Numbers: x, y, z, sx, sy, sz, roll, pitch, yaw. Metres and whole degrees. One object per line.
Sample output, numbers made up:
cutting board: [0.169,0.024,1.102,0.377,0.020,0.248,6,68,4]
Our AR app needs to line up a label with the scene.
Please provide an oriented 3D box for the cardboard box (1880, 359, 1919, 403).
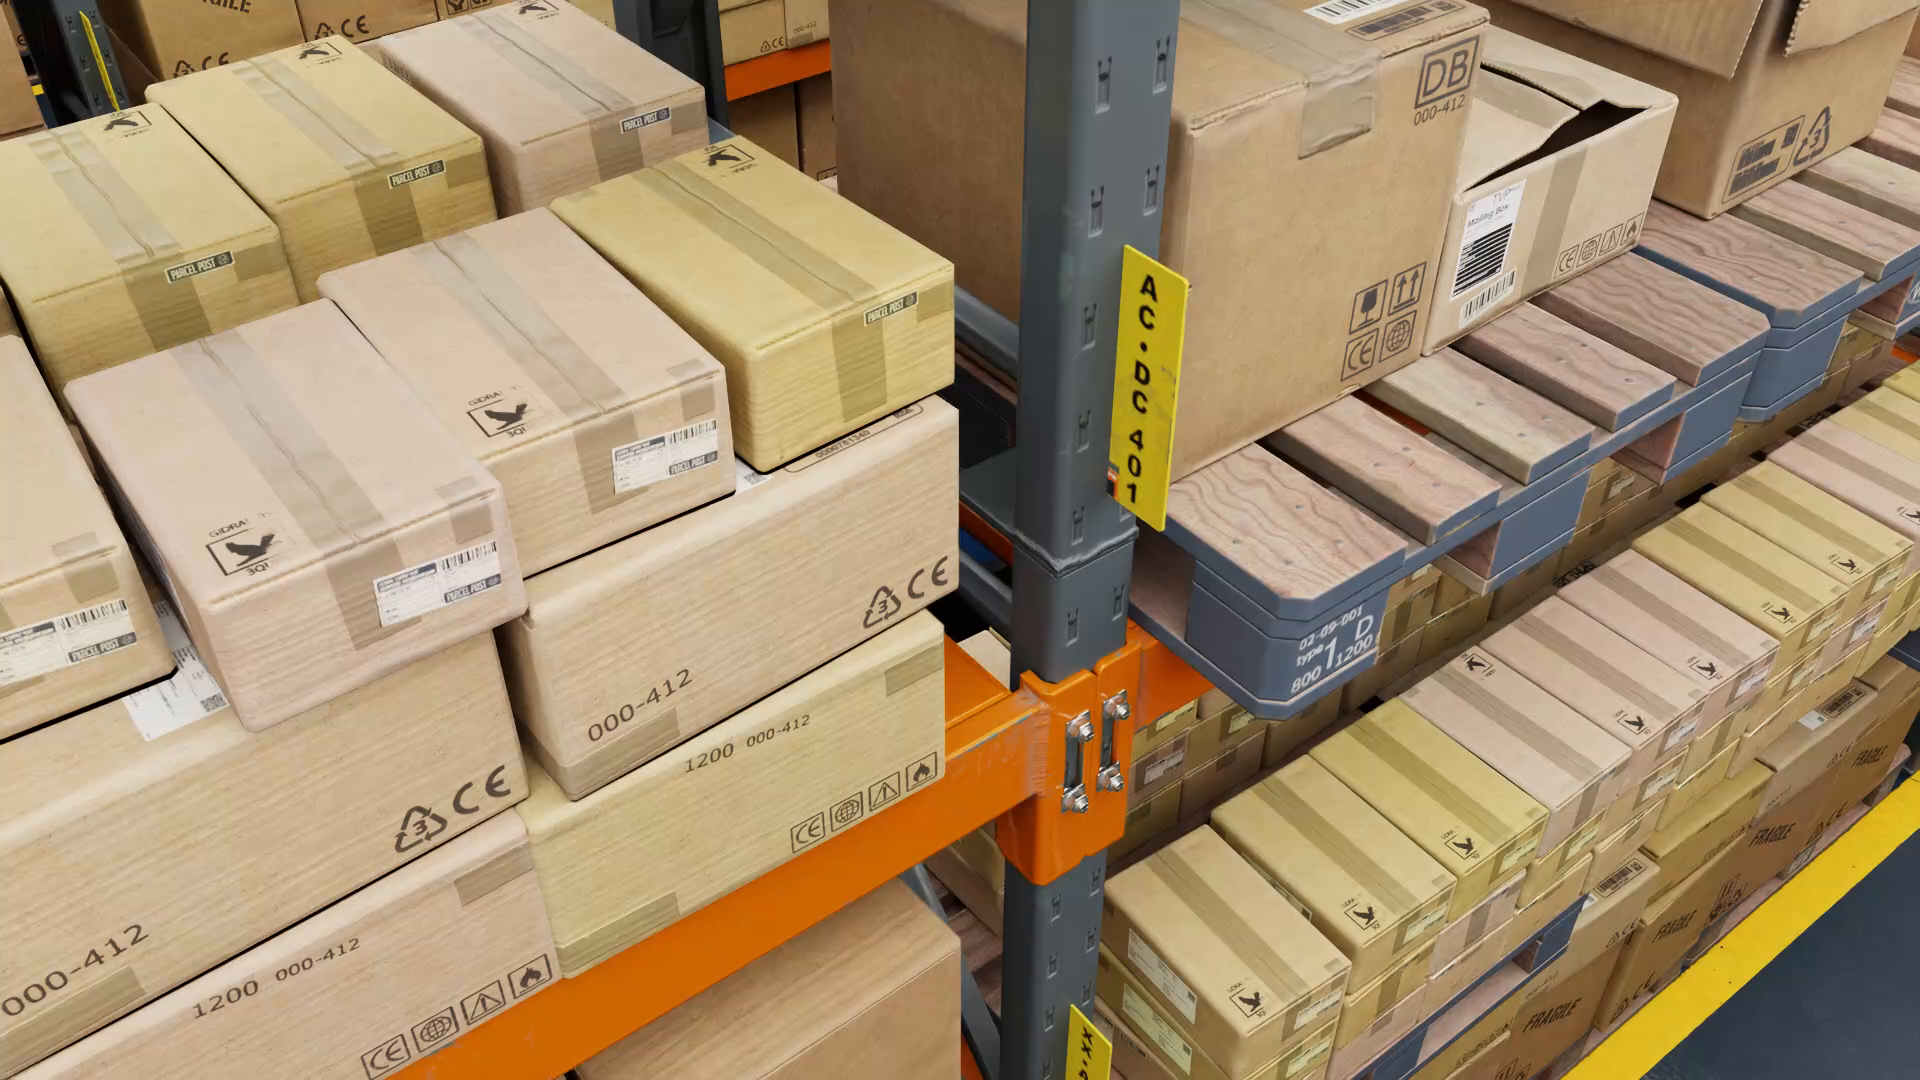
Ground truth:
cardboard box: [2.516,-0.294,4.141,0.250,0.149,0.380,-25,45,-27]

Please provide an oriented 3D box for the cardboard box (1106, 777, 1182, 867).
cardboard box: [0.262,0.511,3.629,0.250,0.149,0.380,-26,46,-28]

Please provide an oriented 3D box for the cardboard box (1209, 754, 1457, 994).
cardboard box: [0.672,0.603,3.047,0.250,0.149,0.380,-25,45,-27]

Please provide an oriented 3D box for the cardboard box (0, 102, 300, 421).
cardboard box: [-0.917,-0.314,1.813,0.250,0.149,0.380,-26,46,-29]

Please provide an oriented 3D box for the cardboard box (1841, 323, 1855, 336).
cardboard box: [2.337,-0.724,4.666,0.250,0.149,0.380,-27,47,-29]

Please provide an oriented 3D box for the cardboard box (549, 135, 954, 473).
cardboard box: [-0.219,-0.260,1.747,0.250,0.149,0.380,-28,47,-30]

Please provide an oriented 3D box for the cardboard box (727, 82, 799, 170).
cardboard box: [-1.371,-1.839,7.971,0.875,0.875,0.875,-25,46,-28]

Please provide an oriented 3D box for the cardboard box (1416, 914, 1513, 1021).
cardboard box: [0.871,0.739,3.351,0.250,0.149,0.380,-26,46,-28]

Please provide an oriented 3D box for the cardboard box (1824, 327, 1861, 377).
cardboard box: [2.314,-0.604,4.754,0.250,0.149,0.380,-24,45,-26]

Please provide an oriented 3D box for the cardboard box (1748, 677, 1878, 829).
cardboard box: [2.257,0.495,4.830,0.500,0.250,0.500,-25,46,-28]

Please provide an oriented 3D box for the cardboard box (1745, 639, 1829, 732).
cardboard box: [1.693,0.224,3.745,0.250,0.149,0.380,-27,46,-29]

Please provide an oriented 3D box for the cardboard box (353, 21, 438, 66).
cardboard box: [-2.318,-1.899,6.424,0.500,0.250,0.500,-25,46,-27]

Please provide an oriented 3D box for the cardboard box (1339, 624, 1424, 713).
cardboard box: [0.876,0.209,3.997,0.250,0.149,0.380,-28,47,-30]

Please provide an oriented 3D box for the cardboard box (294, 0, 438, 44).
cardboard box: [-2.324,-2.181,6.177,0.500,0.500,0.500,-26,46,-28]

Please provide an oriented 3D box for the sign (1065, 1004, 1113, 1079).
sign: [0.199,0.866,2.647,0.005,0.325,0.100,-26,46,-28]

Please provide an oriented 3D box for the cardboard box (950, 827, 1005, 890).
cardboard box: [0.057,0.497,3.411,0.250,0.149,0.380,-25,45,-27]

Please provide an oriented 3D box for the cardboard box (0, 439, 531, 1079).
cardboard box: [-0.769,0.137,1.577,0.500,0.250,0.500,-28,47,-30]

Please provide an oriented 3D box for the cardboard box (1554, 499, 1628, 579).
cardboard box: [1.506,-0.096,4.369,0.250,0.149,0.380,-25,46,-28]

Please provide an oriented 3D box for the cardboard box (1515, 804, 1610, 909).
cardboard box: [1.069,0.527,3.375,0.250,0.149,0.380,-28,47,-30]

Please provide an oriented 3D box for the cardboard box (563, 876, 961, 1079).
cardboard box: [-0.346,0.708,2.420,0.500,0.500,0.500,-28,47,-30]

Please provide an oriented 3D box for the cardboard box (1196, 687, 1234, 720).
cardboard box: [0.480,0.179,3.565,0.250,0.149,0.380,-28,47,-29]

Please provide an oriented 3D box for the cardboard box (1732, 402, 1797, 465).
cardboard box: [2.129,-0.401,4.741,0.250,0.149,0.380,-24,45,-26]

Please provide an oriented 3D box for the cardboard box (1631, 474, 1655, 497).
cardboard box: [1.706,-0.306,4.390,0.250,0.149,0.380,-26,46,-28]

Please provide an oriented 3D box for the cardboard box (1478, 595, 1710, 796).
cardboard box: [1.279,0.311,3.404,0.250,0.149,0.380,-26,46,-28]

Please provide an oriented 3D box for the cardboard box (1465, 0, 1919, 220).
cardboard box: [1.167,-0.963,2.781,0.637,0.503,0.797,-27,46,-29]

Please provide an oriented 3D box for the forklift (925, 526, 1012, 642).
forklift: [0.381,-1.398,6.143,3.031,2.935,1.130,-30,48,-31]

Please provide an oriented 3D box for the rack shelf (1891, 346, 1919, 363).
rack shelf: [4.619,-1.110,6.306,4.000,0.370,1.077,-26,46,-28]

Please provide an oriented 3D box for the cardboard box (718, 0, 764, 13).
cardboard box: [-1.090,-2.478,7.130,0.500,0.250,0.500,-27,47,-29]

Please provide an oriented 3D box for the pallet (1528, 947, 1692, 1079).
pallet: [1.446,1.233,5.081,1.213,0.211,1.003,-26,46,-28]

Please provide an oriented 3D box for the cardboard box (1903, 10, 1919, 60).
cardboard box: [1.948,-1.074,3.251,0.500,0.500,0.500,-26,46,-28]

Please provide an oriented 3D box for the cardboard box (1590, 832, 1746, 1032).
cardboard box: [1.848,0.986,4.823,0.500,0.500,0.500,-28,47,-30]

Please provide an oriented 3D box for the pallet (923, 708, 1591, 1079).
pallet: [0.556,0.782,3.583,1.213,0.211,1.003,-26,46,-28]

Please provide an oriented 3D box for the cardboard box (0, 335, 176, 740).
cardboard box: [-0.871,0.005,1.424,0.250,0.149,0.380,-24,45,-27]

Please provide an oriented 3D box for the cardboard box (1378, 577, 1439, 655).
cardboard box: [0.885,0.092,3.905,0.250,0.149,0.380,-28,47,-30]

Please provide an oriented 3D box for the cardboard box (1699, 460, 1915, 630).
cardboard box: [1.897,0.008,3.773,0.250,0.149,0.380,-24,45,-26]

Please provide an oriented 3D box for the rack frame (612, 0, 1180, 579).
rack frame: [-0.138,-1.389,1.348,0.127,3.000,1.000,-26,46,-28]

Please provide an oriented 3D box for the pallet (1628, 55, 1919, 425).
pallet: [1.237,-0.744,3.075,1.003,0.211,1.213,-26,46,-28]

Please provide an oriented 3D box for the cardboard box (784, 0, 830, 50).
cardboard box: [-0.701,-2.476,7.522,0.500,0.250,0.500,-25,46,-27]

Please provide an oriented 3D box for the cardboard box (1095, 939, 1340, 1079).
cardboard box: [0.454,0.829,3.007,0.250,0.149,0.380,-25,46,-27]

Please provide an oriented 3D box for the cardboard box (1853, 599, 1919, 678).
cardboard box: [2.108,0.135,4.087,0.250,0.149,0.380,-28,47,-30]

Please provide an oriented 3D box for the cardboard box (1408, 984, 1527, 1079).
cardboard box: [1.029,1.085,4.111,0.500,0.250,0.500,-25,45,-27]

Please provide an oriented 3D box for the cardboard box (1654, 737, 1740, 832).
cardboard box: [1.487,0.437,3.719,0.250,0.149,0.380,-27,46,-29]

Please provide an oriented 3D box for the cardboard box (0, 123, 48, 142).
cardboard box: [-3.447,-1.251,5.831,0.500,0.500,0.500,-26,46,-28]

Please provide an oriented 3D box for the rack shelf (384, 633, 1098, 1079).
rack shelf: [-1.724,0.822,1.585,4.000,0.370,1.077,-26,46,-28]
